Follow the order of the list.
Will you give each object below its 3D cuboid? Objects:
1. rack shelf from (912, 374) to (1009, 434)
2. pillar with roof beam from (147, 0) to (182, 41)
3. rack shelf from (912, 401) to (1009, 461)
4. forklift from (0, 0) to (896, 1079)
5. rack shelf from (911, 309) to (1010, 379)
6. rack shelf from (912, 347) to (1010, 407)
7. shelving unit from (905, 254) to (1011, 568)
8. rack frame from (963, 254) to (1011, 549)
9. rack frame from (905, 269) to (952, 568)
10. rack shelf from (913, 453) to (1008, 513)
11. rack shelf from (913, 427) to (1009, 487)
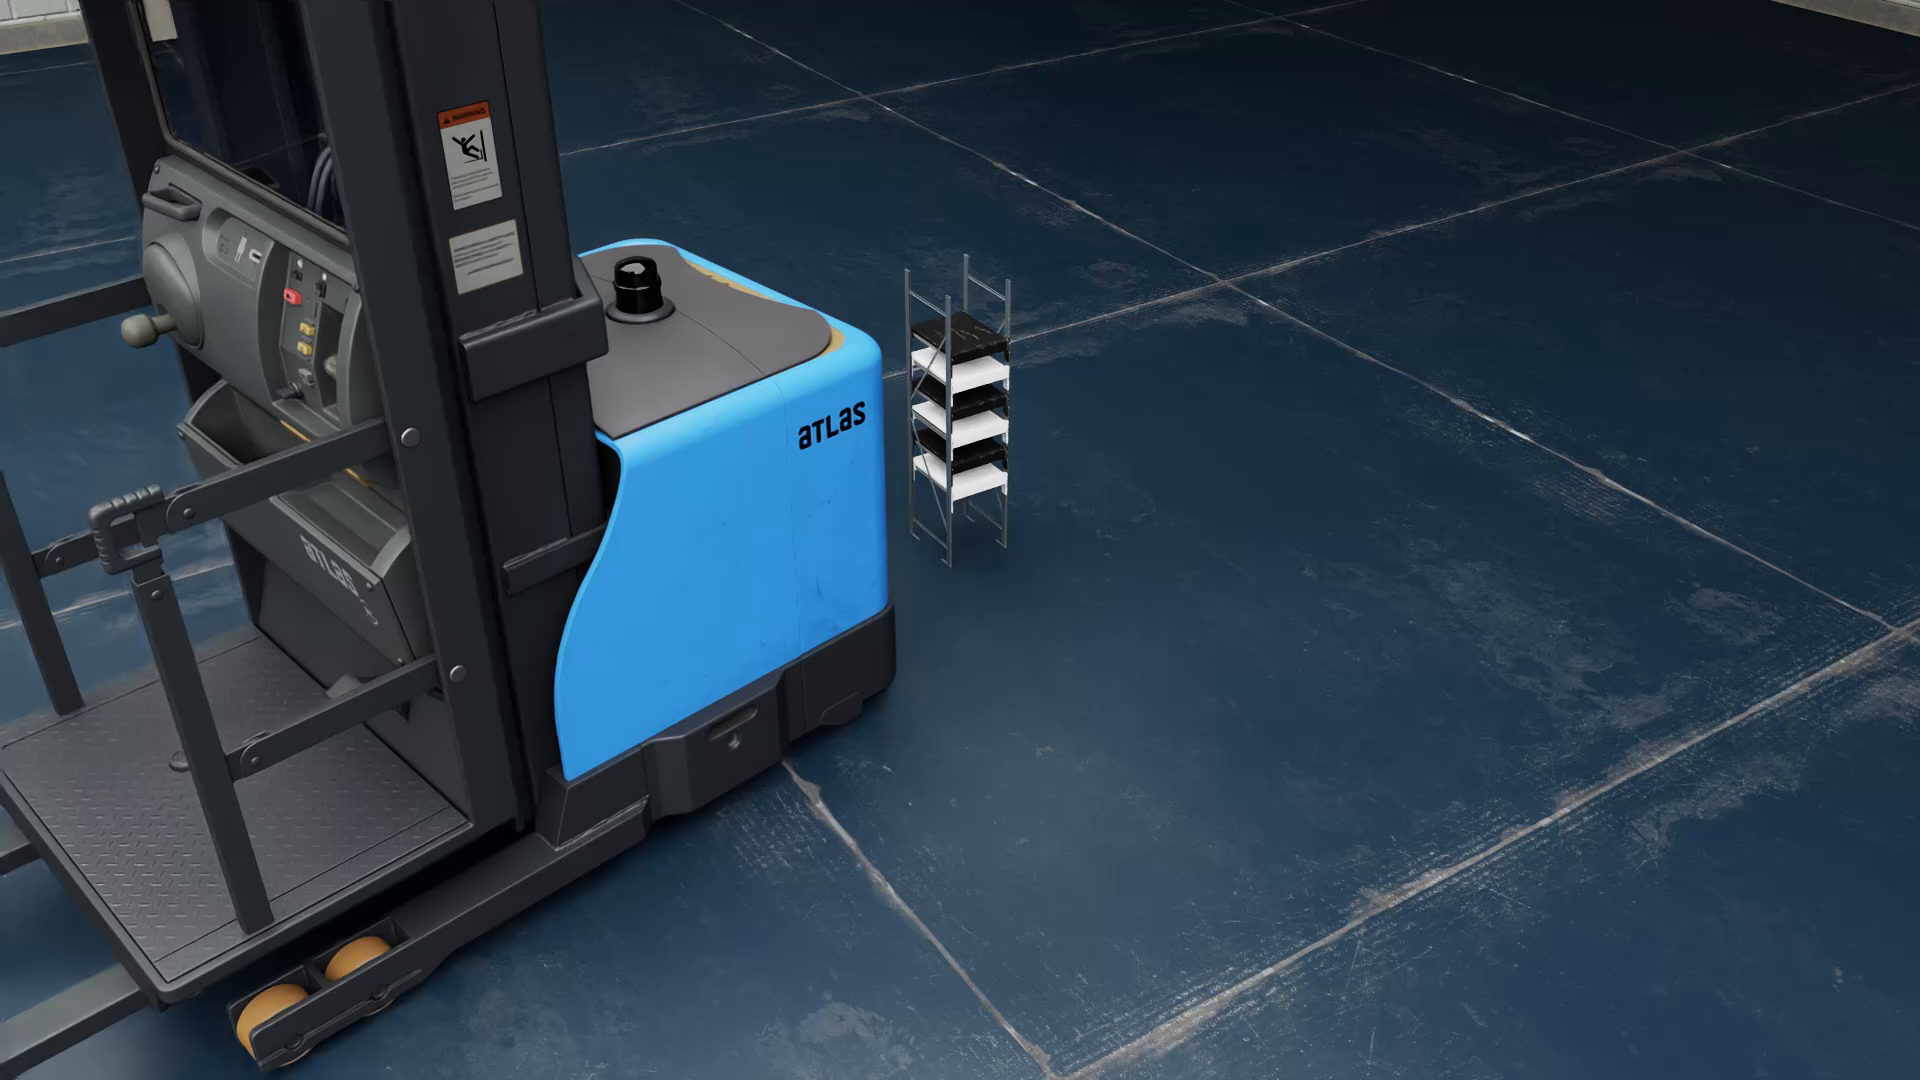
[{"bbox_3d":[-0.007,-0.426,4.976,0.200,0.077,0.258,-19,37,-27],"label":"rack shelf"},{"bbox_3d":[-2.510,-4.921,4.617,0.400,9.000,9.100,-19,37,-27],"label":"pillar with roof beam"},{"bbox_3d":[-0.007,-0.350,5.024,0.200,0.077,0.258,-19,37,-27],"label":"rack shelf"},{"bbox_3d":[-1.575,-0.448,3.213,3.031,2.935,1.130,-28,42,-37],"label":"forklift"},{"bbox_3d":[-0.007,-0.578,4.880,0.200,0.077,0.258,-19,37,-27],"label":"rack shelf"},{"bbox_3d":[-0.007,-0.502,4.928,0.200,0.077,0.258,-19,37,-27],"label":"rack shelf"},{"bbox_3d":[-0.007,-0.378,5.006,0.210,0.900,0.258,-19,37,-27],"label":"shelving unit"},{"bbox_3d":[0.079,-0.408,5.053,0.006,0.900,0.240,-19,37,-27],"label":"rack frame"},{"bbox_3d":[-0.092,-0.349,4.960,0.006,0.900,0.240,-19,37,-27],"label":"rack frame"},{"bbox_3d":[-0.007,-0.198,5.120,0.200,0.077,0.258,-19,37,-27],"label":"rack shelf"},{"bbox_3d":[-0.007,-0.274,5.072,0.200,0.077,0.258,-19,37,-27],"label":"rack shelf"}]
